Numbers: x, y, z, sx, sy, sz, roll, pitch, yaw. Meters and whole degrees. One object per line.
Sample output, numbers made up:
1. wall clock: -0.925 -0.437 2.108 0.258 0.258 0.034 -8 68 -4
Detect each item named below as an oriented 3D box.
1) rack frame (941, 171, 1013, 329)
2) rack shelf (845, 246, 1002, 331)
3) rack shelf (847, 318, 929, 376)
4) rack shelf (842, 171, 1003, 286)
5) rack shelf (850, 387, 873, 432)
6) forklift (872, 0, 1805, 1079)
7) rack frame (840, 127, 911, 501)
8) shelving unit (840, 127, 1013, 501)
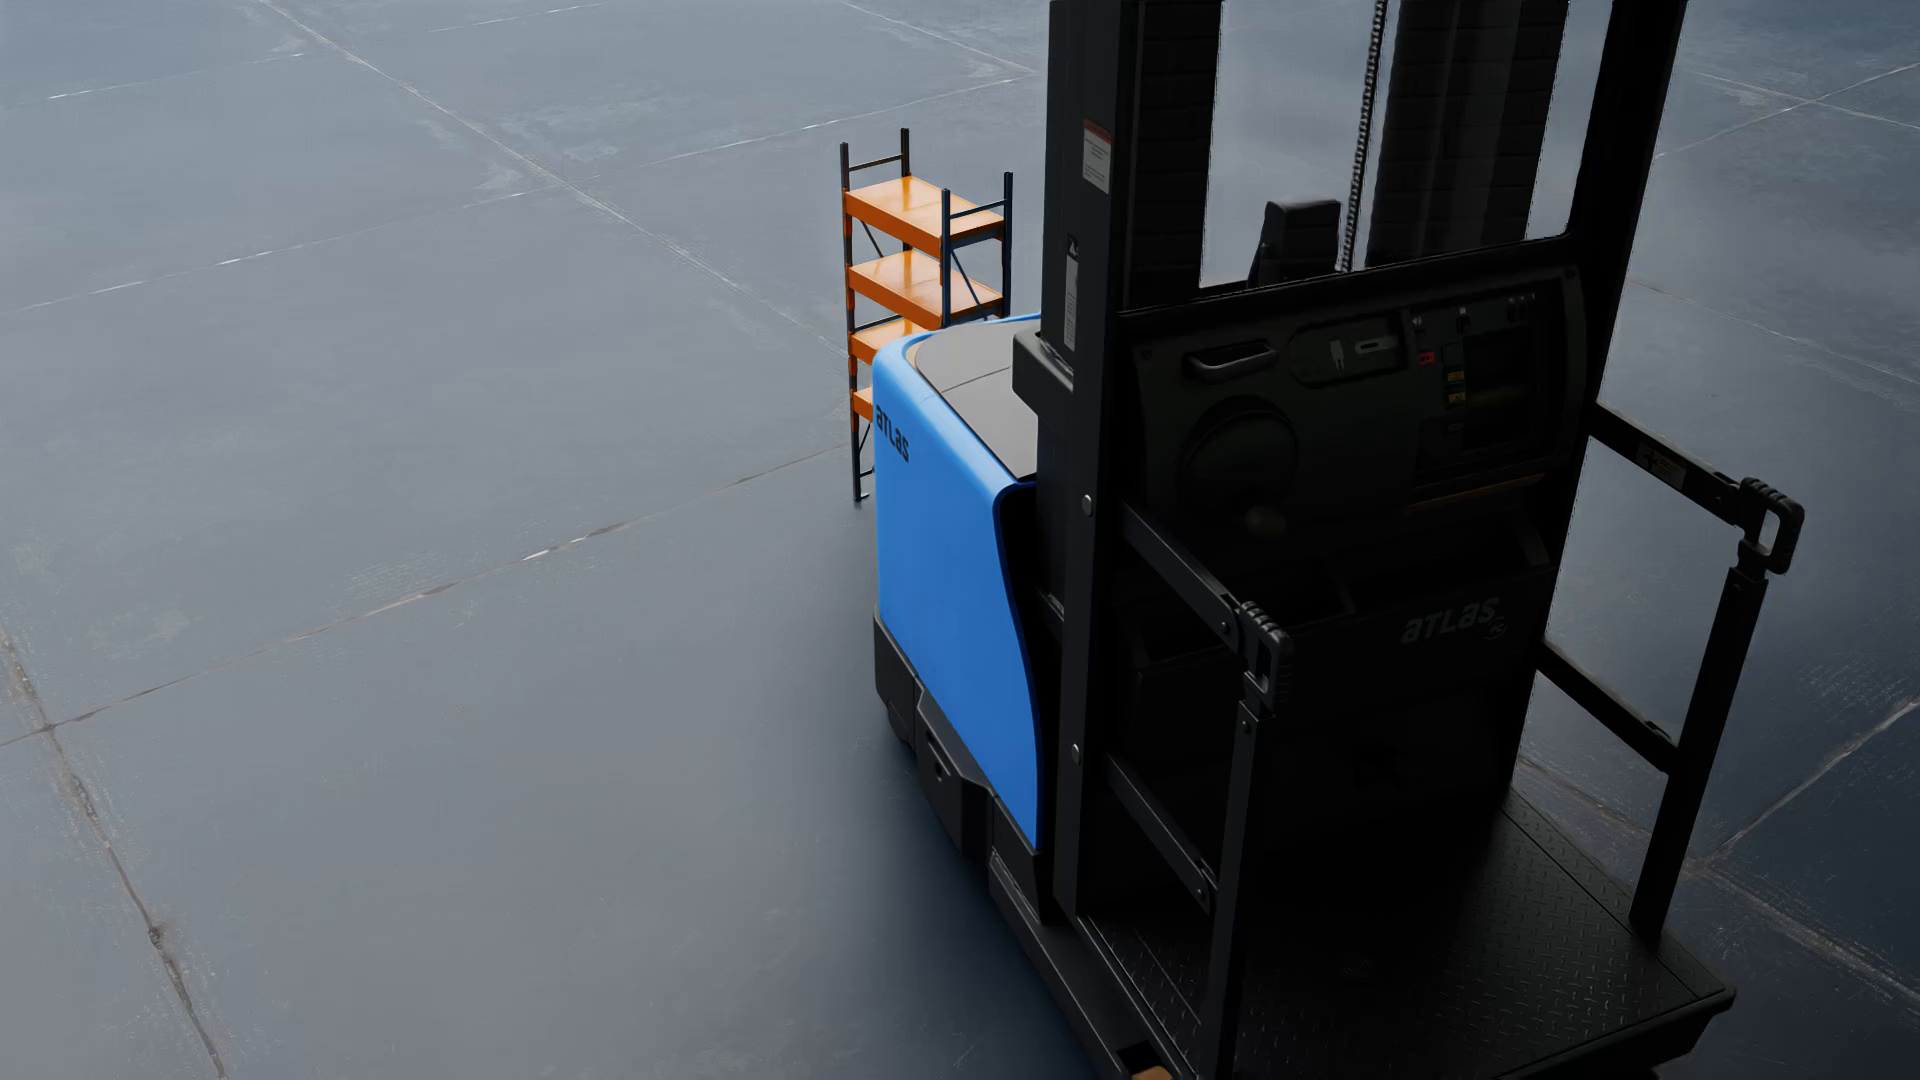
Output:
1. rack frame: 0.048 -0.477 4.881 0.240 1.200 0.015 -22 38 -31
2. rack shelf: -0.101 -0.712 4.962 0.258 0.148 0.480 -22 38 -31
3. rack shelf: -0.101 -0.522 5.080 0.258 0.148 0.480 -22 38 -31
4. rack shelf: -0.101 -0.912 4.837 0.258 0.148 0.480 -22 38 -31
5. rack shelf: -0.101 -0.353 5.185 0.258 0.148 0.480 -22 38 -31
6. forklift: 0.810 -0.196 2.787 1.130 2.935 3.031 -13 34 -19
7. rack frame: -0.251 -0.680 5.208 0.240 1.200 0.015 -22 38 -31
8. shelving unit: -0.101 -0.579 5.045 0.258 1.200 0.503 -22 38 -31
